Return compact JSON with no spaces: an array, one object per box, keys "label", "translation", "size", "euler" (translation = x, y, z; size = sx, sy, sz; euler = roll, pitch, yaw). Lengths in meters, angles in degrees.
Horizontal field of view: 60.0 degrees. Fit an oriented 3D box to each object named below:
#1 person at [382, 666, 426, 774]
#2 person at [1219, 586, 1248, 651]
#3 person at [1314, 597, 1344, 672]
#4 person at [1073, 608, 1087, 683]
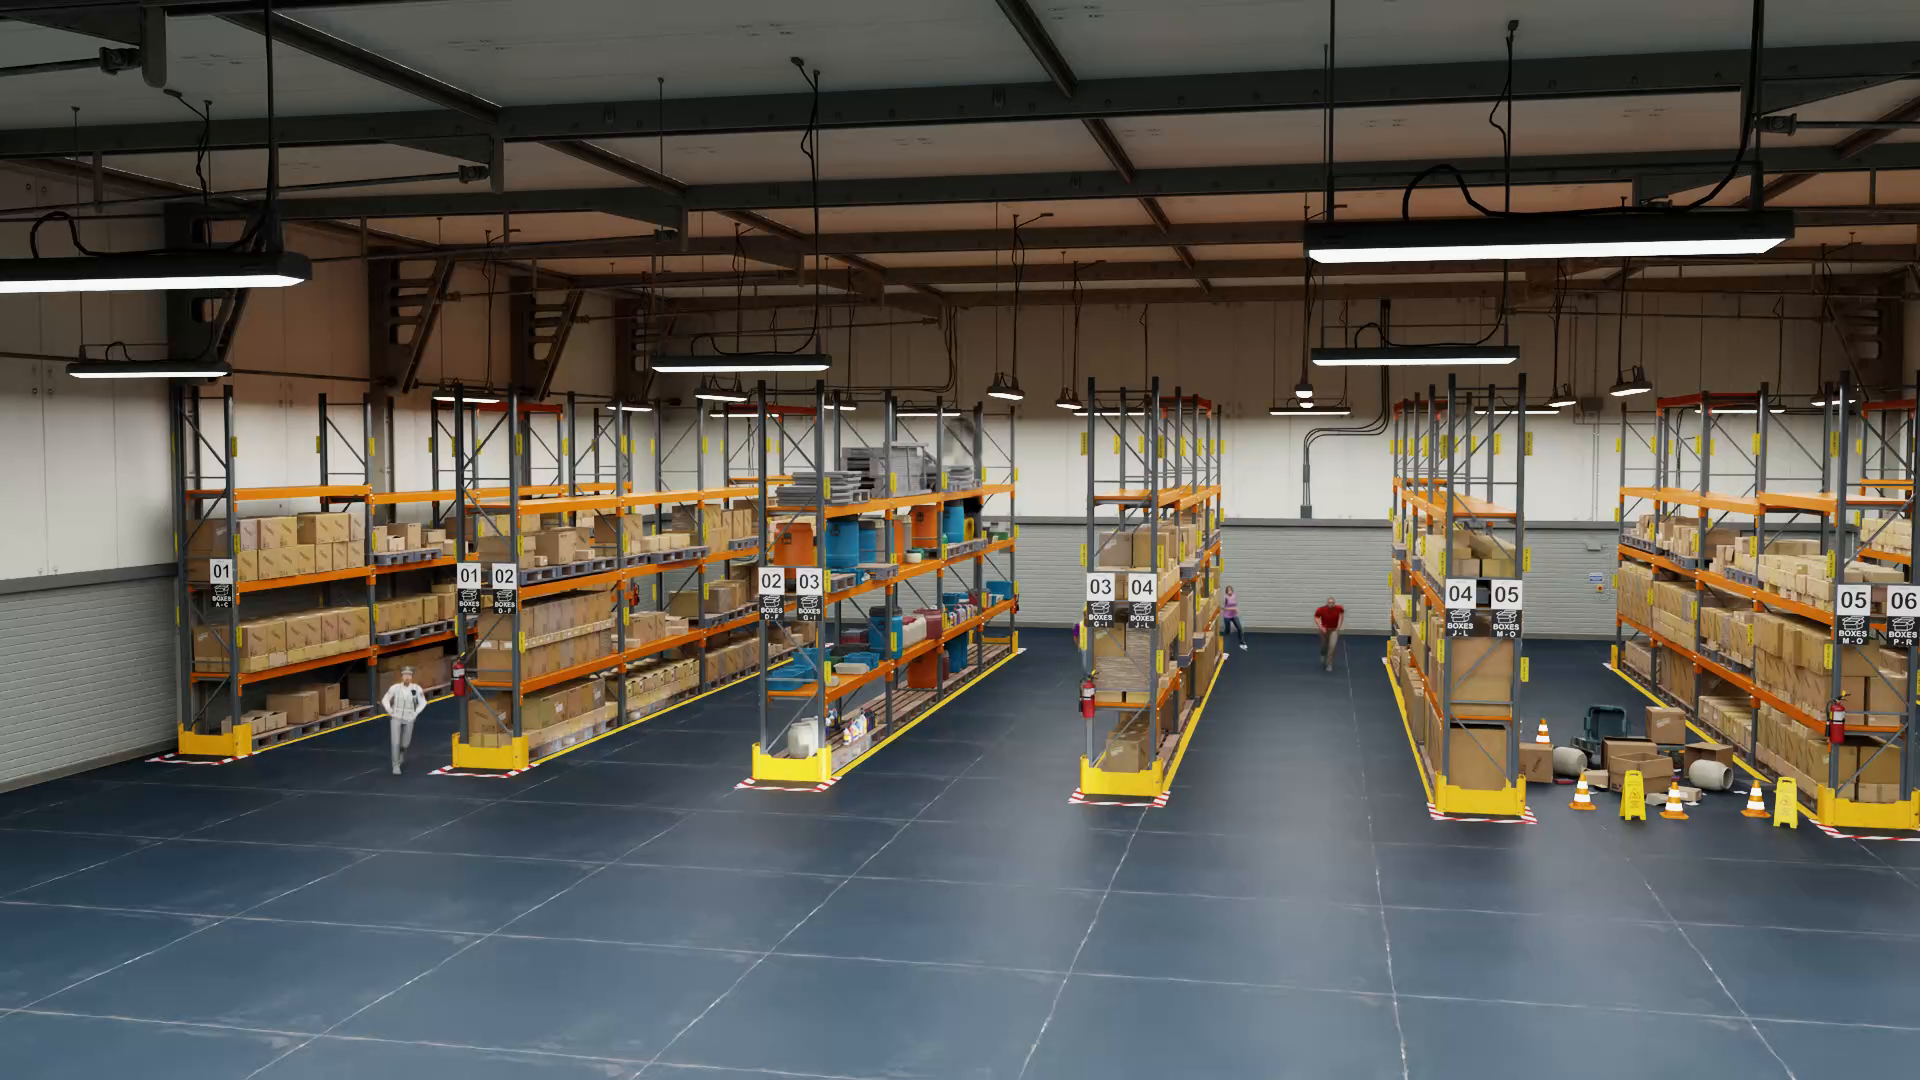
[{"label":"person","translation":[-8.577,2.763,25.665],"size":[0.650,1.647,0.570],"euler":[-1,3,-17]},{"label":"person","translation":[6.667,1.922,41.132],"size":[0.558,1.576,0.875],"euler":[-2,4,-29]},{"label":"person","translation":[8.312,2.101,37.566],"size":[0.693,1.692,1.007],"euler":[0,3,-1]},{"label":"person","translation":[2.659,2.240,34.077],"size":[0.714,1.728,0.661],"euler":[1,3,16]}]
